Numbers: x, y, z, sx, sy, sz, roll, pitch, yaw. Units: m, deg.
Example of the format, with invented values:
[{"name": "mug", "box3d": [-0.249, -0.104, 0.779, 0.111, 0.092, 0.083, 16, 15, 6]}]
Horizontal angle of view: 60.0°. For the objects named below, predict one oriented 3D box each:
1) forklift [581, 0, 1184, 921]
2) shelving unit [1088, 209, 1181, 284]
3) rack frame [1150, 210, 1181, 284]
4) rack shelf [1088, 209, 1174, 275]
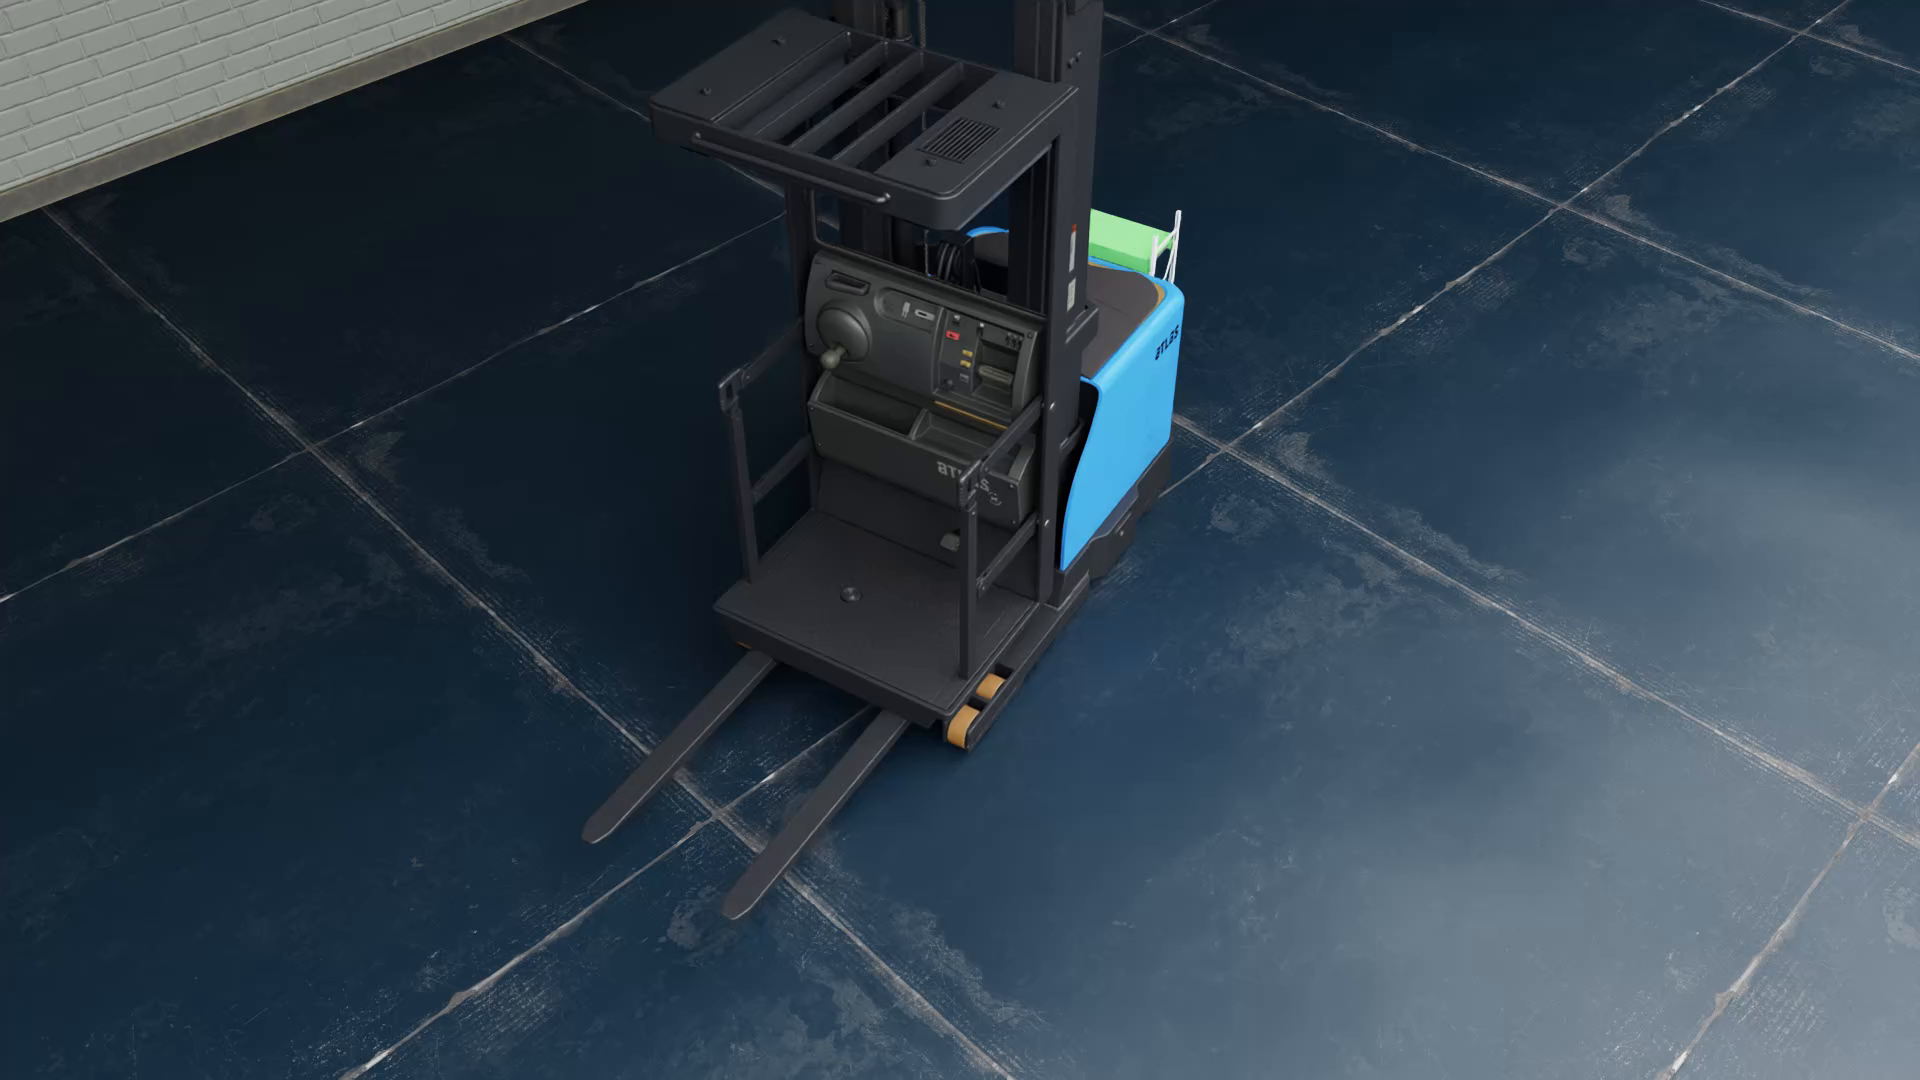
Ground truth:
[{"name": "forklift", "box3d": [-0.258, -0.639, 5.782, 1.130, 2.935, 3.031, 22, 47, 22]}, {"name": "shelving unit", "box3d": [0.648, -0.955, 7.398, 0.503, 1.200, 0.258, 22, 47, 22]}, {"name": "rack frame", "box3d": [0.857, -0.870, 7.305, 0.015, 1.200, 0.240, 22, 47, 22]}, {"name": "rack shelf", "box3d": [0.650, -1.263, 7.117, 0.480, 0.148, 0.258, 22, 47, 22]}]
